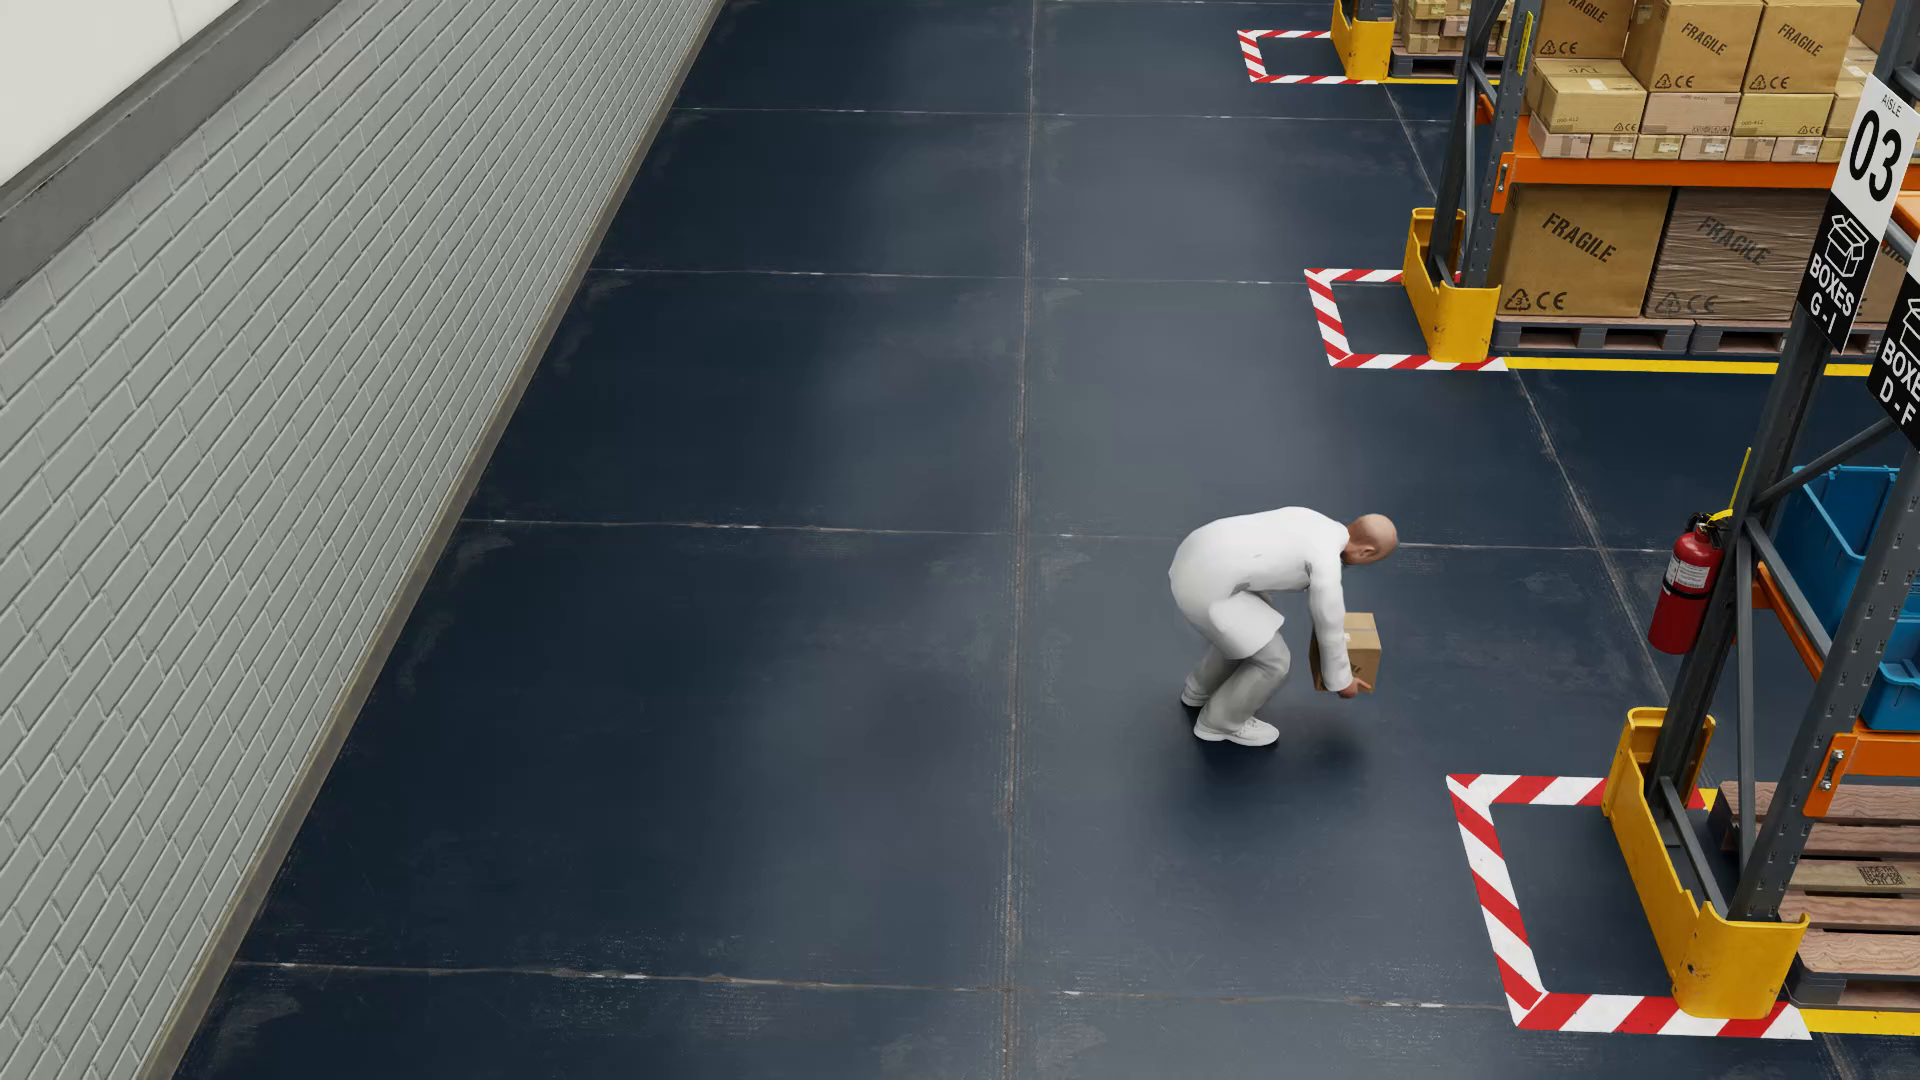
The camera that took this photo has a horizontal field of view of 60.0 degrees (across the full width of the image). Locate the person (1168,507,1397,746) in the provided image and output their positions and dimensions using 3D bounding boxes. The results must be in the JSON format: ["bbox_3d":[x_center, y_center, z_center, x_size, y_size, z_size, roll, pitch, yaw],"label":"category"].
[{"bbox_3d":[1.360,0.363,7.206,0.941,1.098,0.585,0,35,0],"label":"person"}]
